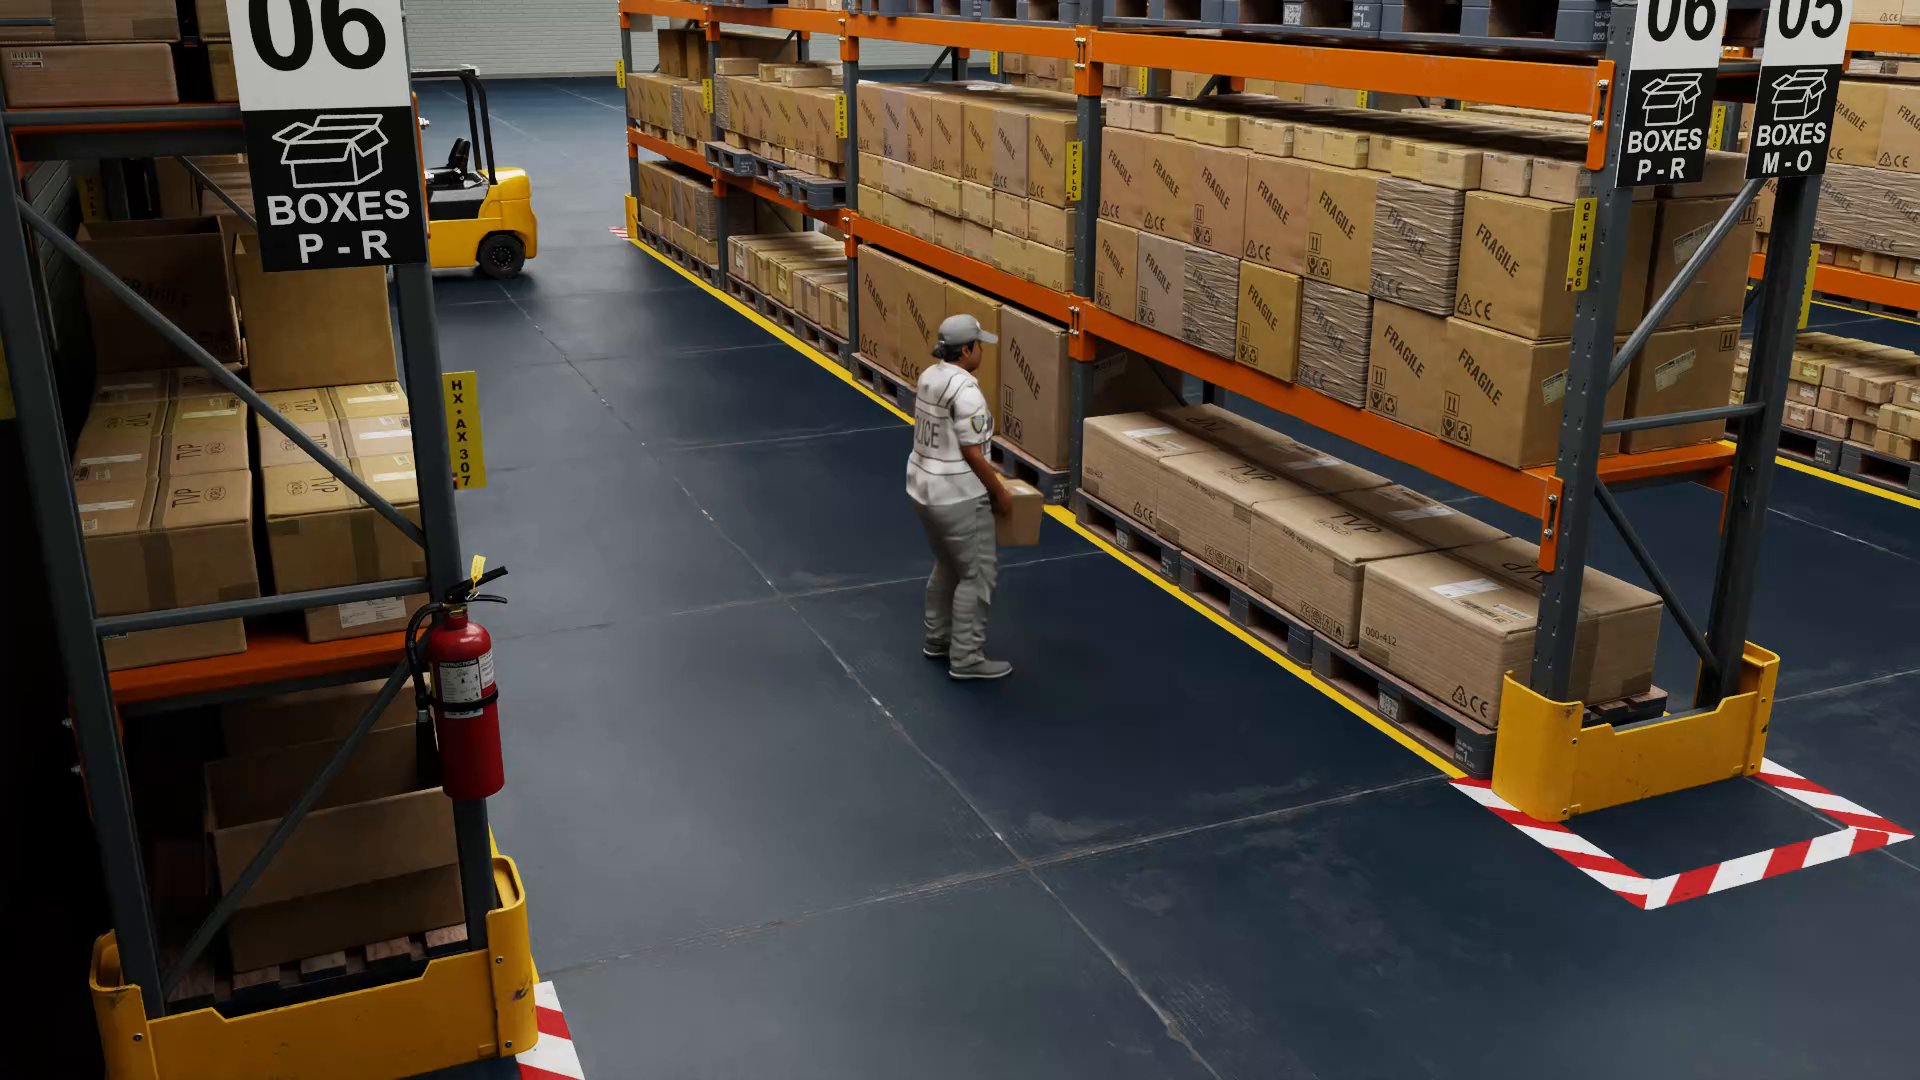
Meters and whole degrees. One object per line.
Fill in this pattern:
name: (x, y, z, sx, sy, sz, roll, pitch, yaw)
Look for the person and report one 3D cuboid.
person: (-0.008, -0.204, 7.638, 0.426, 1.672, 0.513, -8, 21, -23)
